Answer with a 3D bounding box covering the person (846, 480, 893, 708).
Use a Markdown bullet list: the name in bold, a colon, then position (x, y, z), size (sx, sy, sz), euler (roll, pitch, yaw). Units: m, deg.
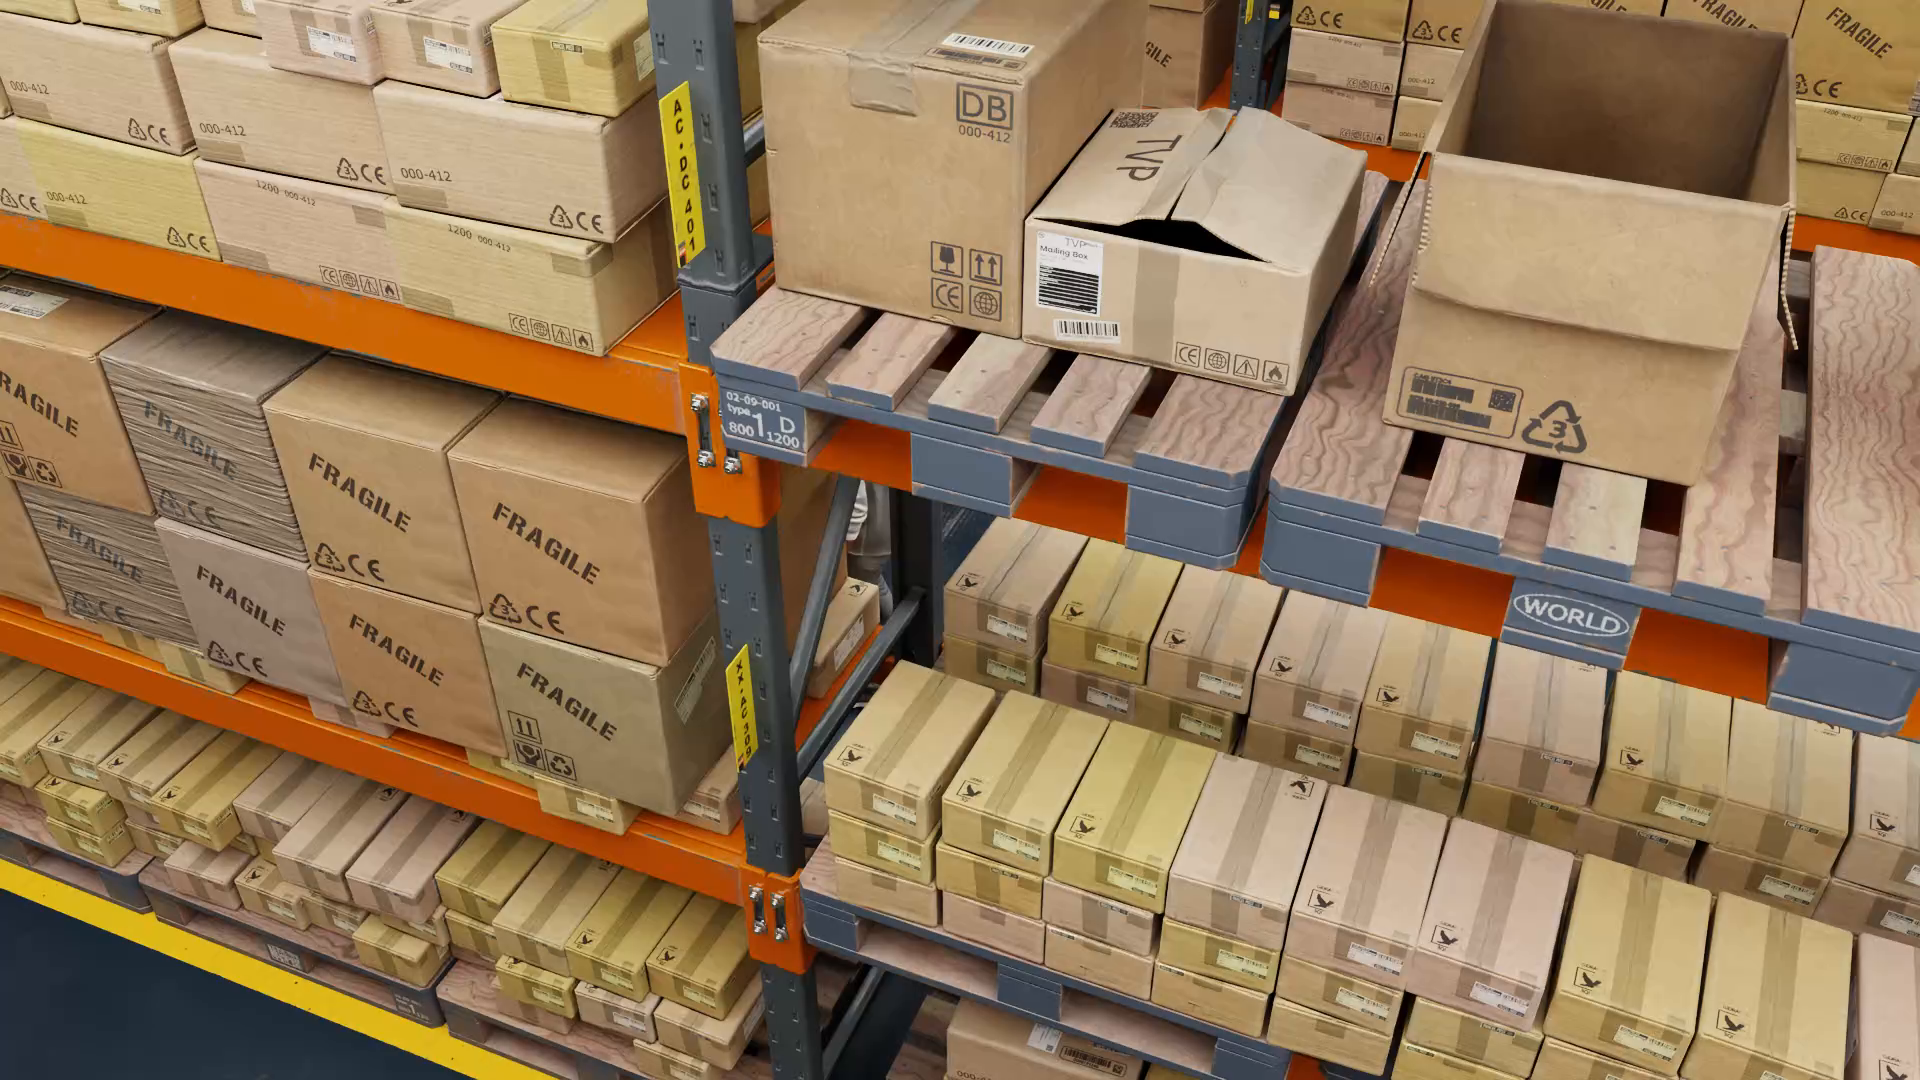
- **person**: position (-0.368, -0.036, 6.217), size (0.345, 1.581, 0.461), euler (8, 39, 10)
